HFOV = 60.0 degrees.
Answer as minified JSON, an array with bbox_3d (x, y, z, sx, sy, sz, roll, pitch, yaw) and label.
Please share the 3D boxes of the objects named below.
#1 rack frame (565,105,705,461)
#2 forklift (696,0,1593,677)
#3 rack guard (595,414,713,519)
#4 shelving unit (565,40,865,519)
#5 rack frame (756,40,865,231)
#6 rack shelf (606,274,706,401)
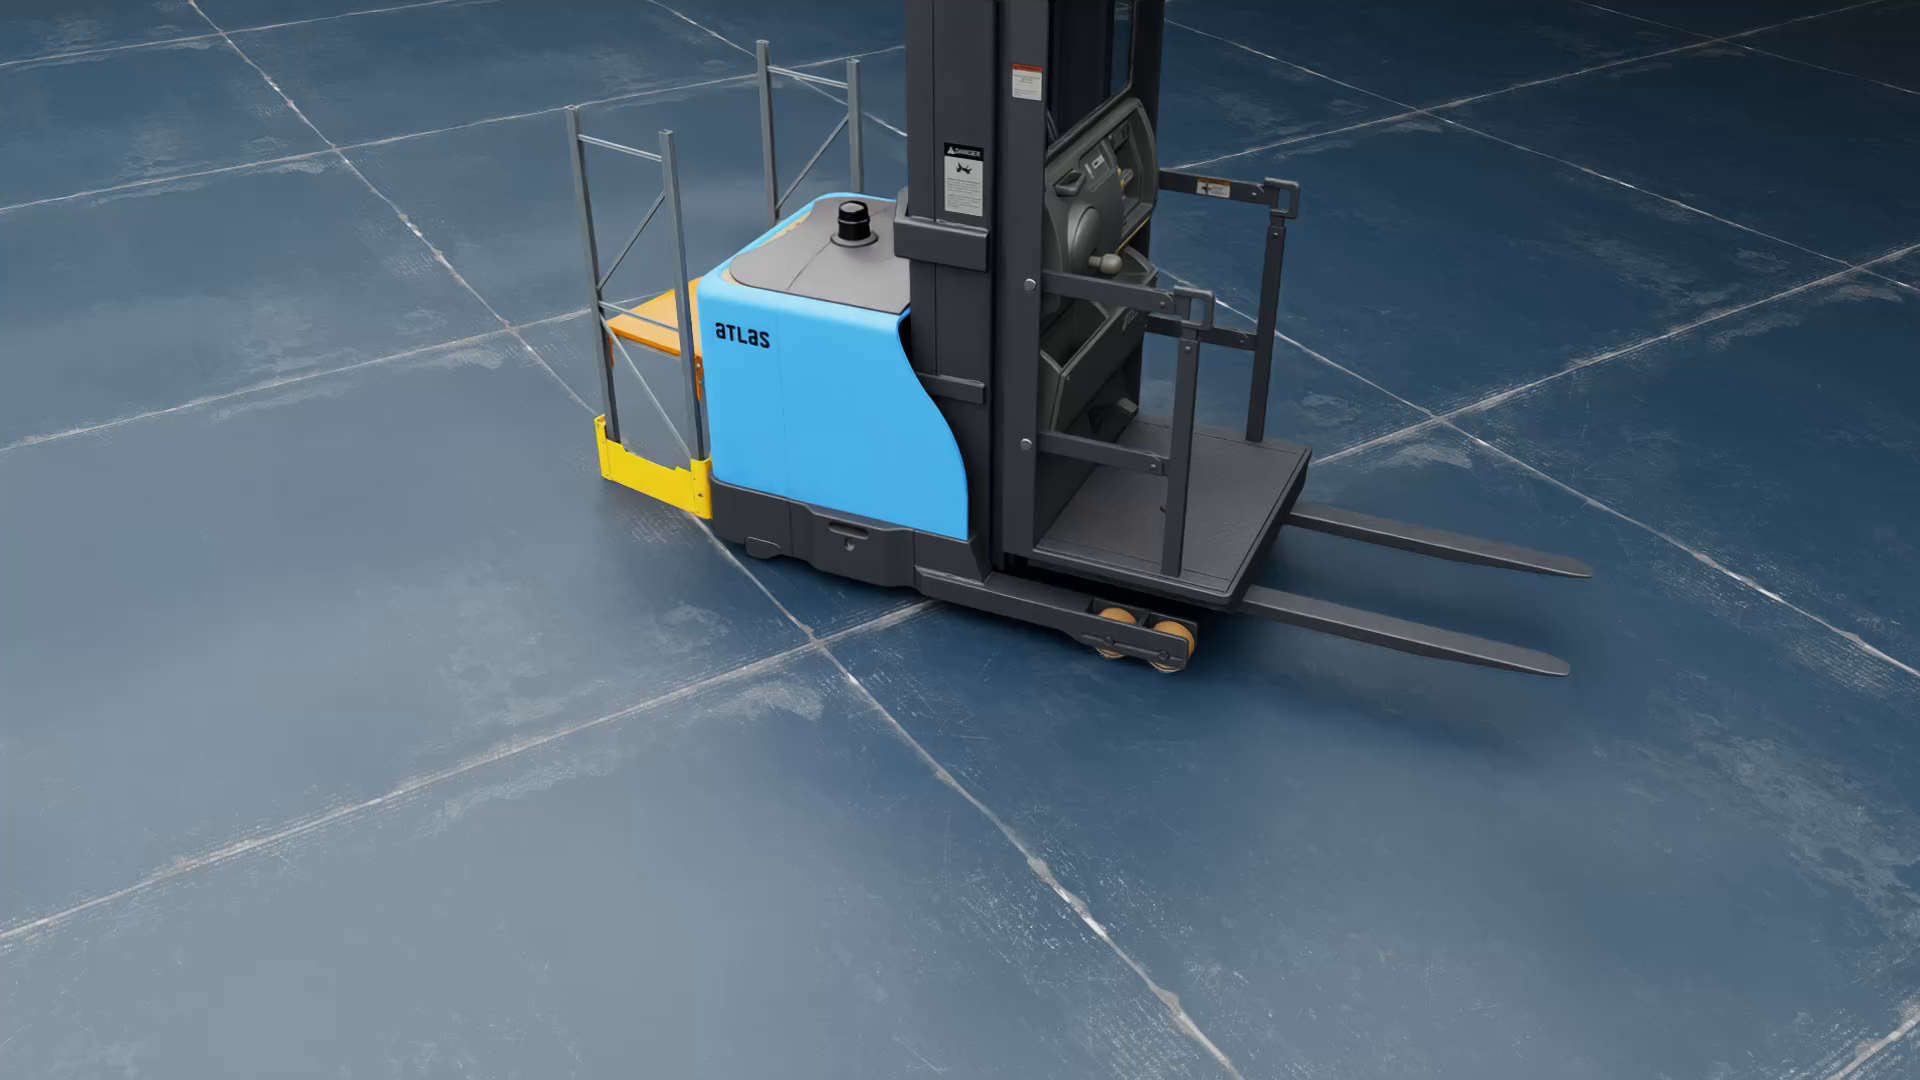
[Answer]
[{"bbox_3d":[-1.181,-0.819,6.143,0.500,1.500,0.032,21,38,29],"label":"rack frame"},{"bbox_3d":[0.646,-1.123,5.283,3.031,2.935,1.130,13,35,20],"label":"forklift"},{"bbox_3d":[-1.180,-0.291,6.477,0.587,0.250,0.087,21,38,29],"label":"rack guard"},{"bbox_3d":[-0.891,-1.036,6.487,0.587,1.500,1.083,21,38,29],"label":"shelving unit"},{"bbox_3d":[-0.592,-1.262,6.844,0.500,1.500,0.032,21,38,29],"label":"rack frame"},{"bbox_3d":[-0.886,-0.888,6.590,0.538,0.185,1.000,21,38,29],"label":"rack shelf"}]
